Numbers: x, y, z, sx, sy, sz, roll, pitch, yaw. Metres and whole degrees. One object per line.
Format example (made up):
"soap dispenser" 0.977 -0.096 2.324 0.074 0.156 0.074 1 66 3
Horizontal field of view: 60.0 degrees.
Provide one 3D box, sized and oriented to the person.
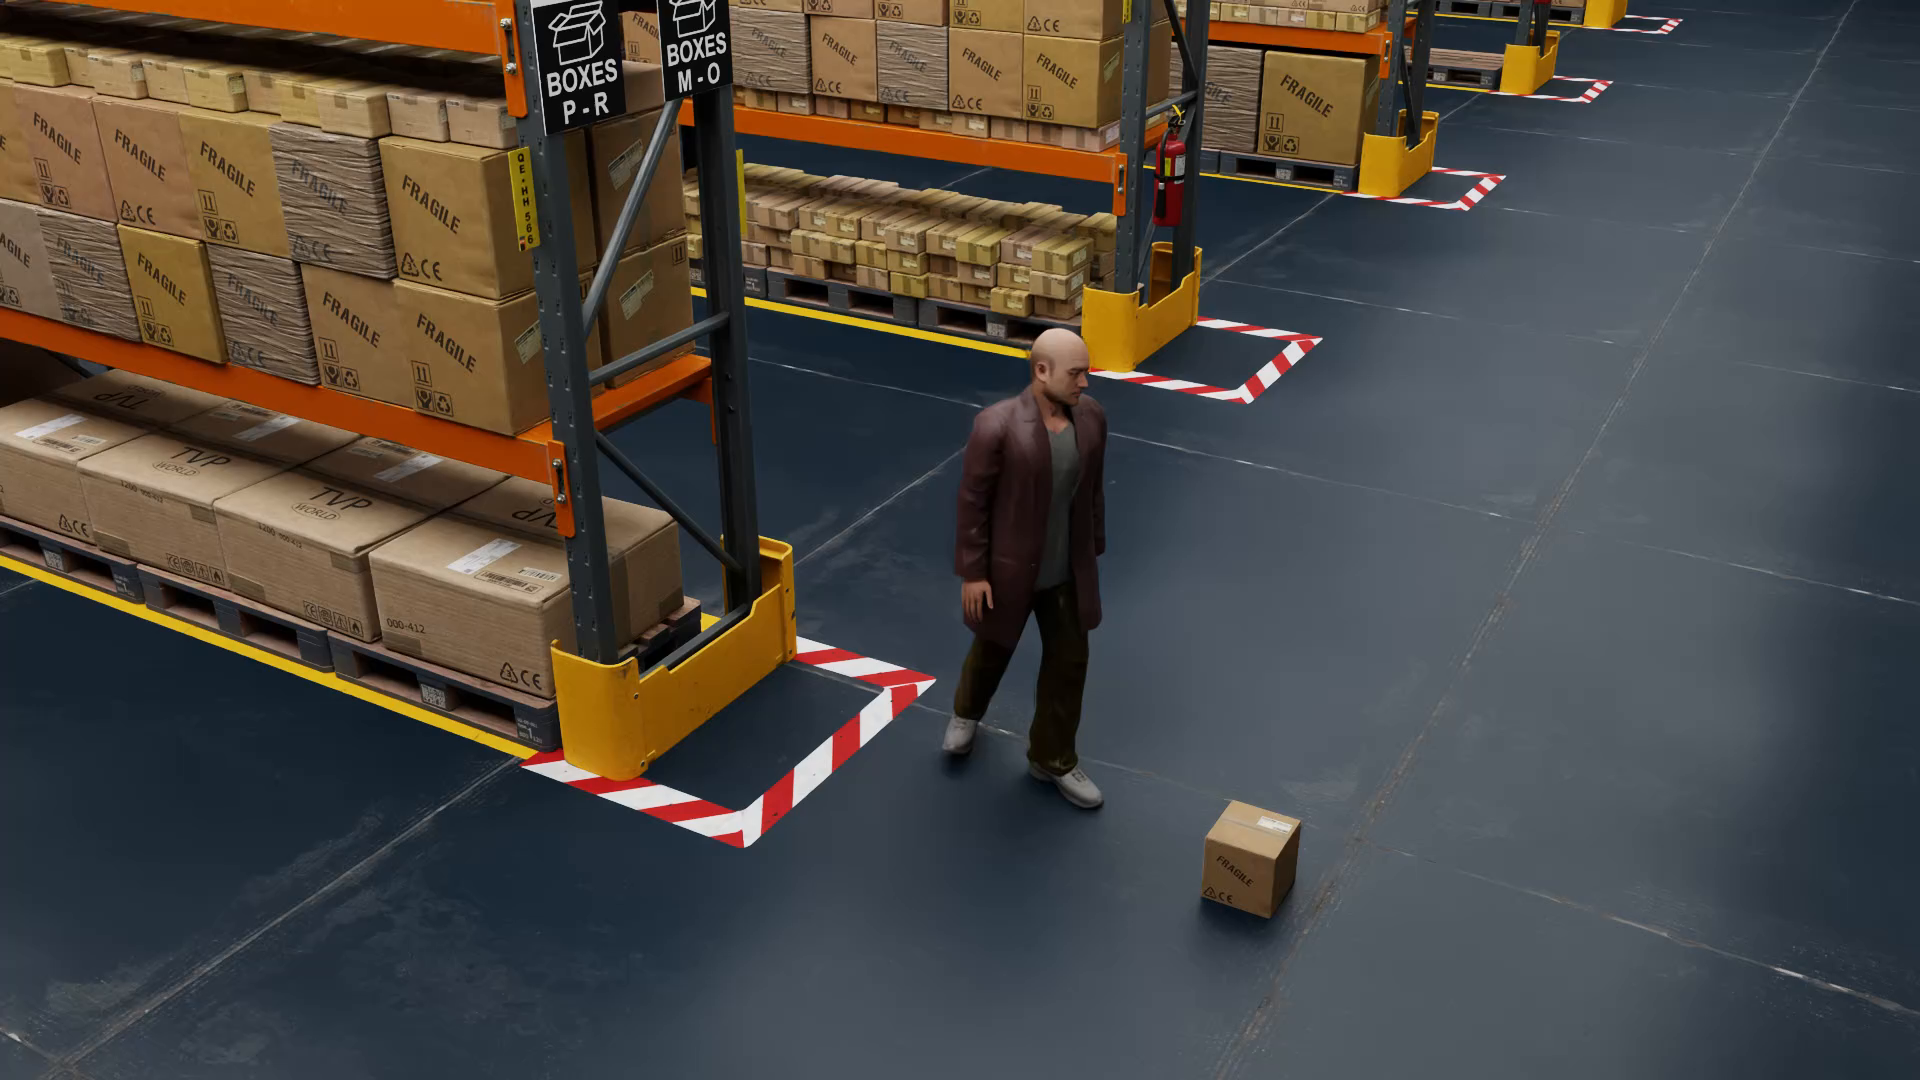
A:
"person" 0.235 0.073 5.972 0.613 1.776 0.761 -11 28 -22
